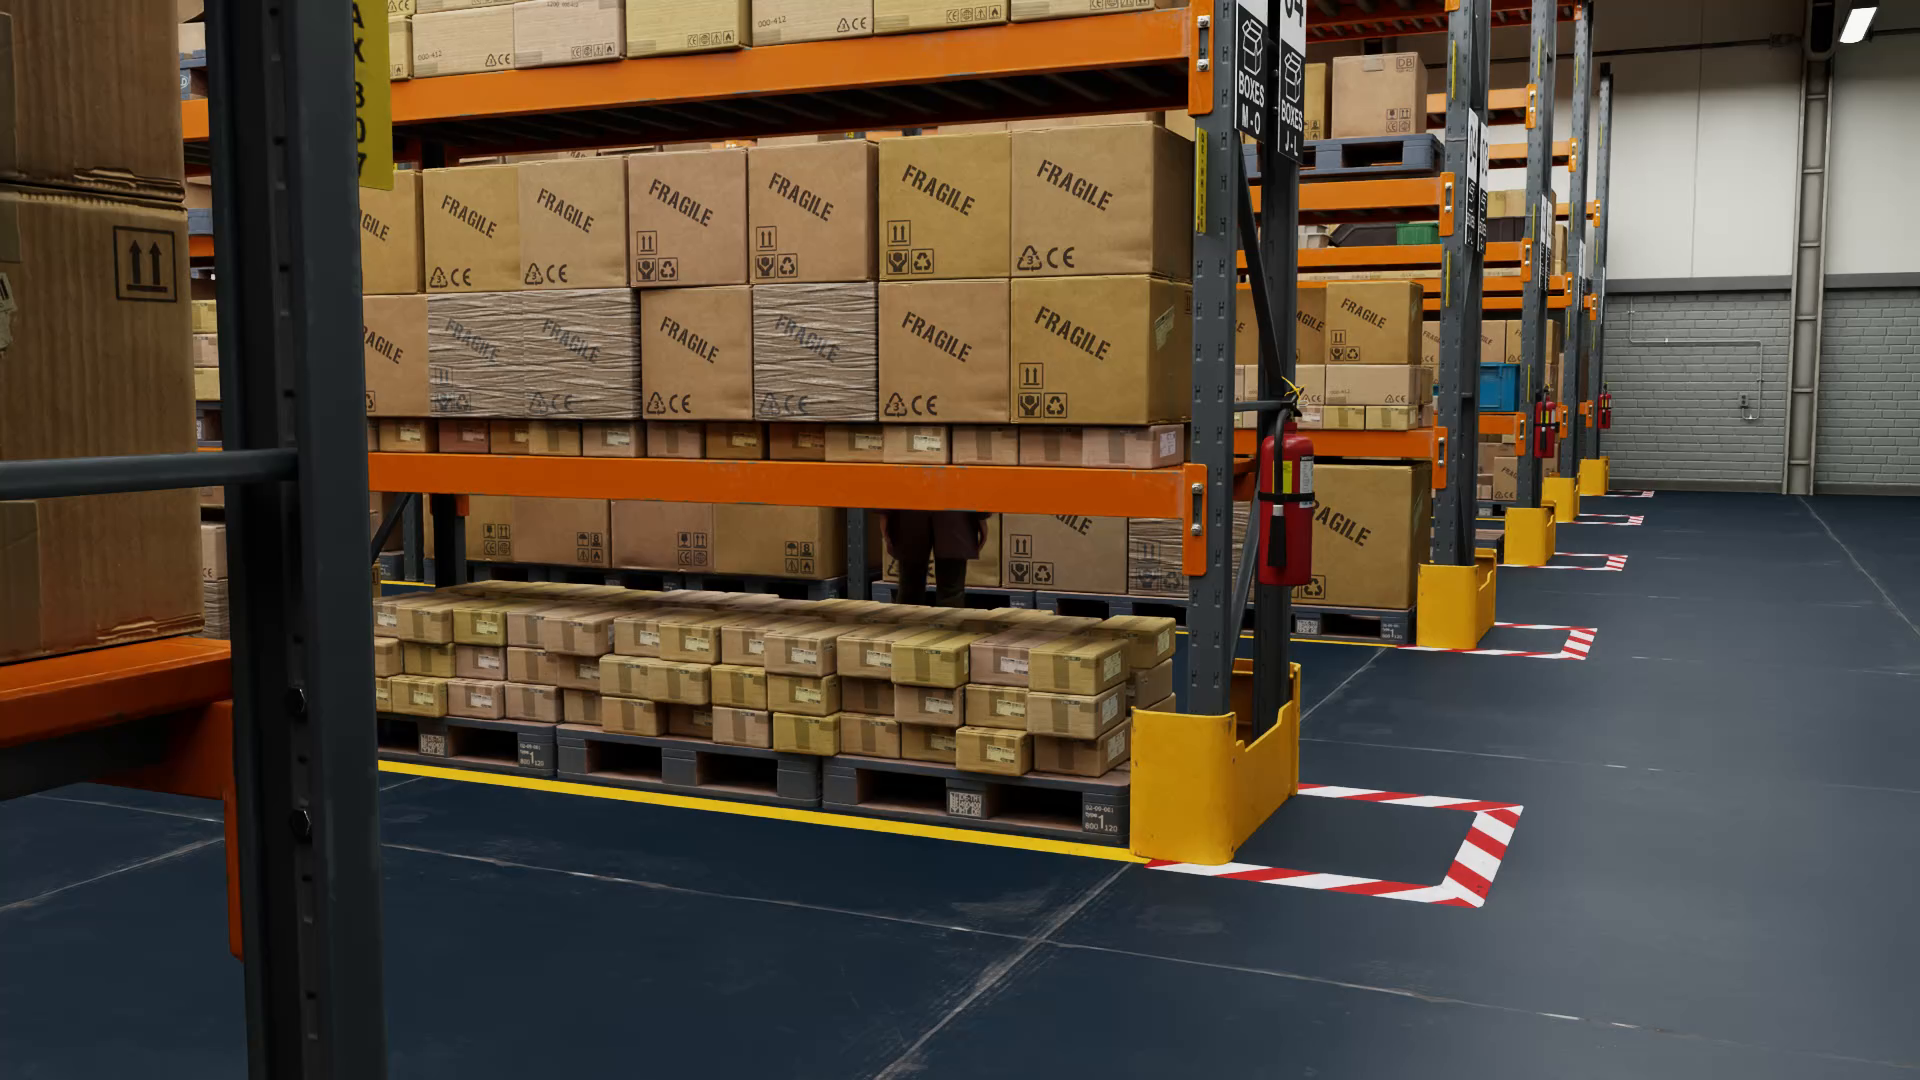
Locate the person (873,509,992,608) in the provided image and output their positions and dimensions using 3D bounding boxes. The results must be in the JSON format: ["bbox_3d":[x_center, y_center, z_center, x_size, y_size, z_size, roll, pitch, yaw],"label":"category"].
[{"bbox_3d":[-0.117,-0.131,8.748,0.620,1.777,0.663,1,6,9],"label":"person"}]
